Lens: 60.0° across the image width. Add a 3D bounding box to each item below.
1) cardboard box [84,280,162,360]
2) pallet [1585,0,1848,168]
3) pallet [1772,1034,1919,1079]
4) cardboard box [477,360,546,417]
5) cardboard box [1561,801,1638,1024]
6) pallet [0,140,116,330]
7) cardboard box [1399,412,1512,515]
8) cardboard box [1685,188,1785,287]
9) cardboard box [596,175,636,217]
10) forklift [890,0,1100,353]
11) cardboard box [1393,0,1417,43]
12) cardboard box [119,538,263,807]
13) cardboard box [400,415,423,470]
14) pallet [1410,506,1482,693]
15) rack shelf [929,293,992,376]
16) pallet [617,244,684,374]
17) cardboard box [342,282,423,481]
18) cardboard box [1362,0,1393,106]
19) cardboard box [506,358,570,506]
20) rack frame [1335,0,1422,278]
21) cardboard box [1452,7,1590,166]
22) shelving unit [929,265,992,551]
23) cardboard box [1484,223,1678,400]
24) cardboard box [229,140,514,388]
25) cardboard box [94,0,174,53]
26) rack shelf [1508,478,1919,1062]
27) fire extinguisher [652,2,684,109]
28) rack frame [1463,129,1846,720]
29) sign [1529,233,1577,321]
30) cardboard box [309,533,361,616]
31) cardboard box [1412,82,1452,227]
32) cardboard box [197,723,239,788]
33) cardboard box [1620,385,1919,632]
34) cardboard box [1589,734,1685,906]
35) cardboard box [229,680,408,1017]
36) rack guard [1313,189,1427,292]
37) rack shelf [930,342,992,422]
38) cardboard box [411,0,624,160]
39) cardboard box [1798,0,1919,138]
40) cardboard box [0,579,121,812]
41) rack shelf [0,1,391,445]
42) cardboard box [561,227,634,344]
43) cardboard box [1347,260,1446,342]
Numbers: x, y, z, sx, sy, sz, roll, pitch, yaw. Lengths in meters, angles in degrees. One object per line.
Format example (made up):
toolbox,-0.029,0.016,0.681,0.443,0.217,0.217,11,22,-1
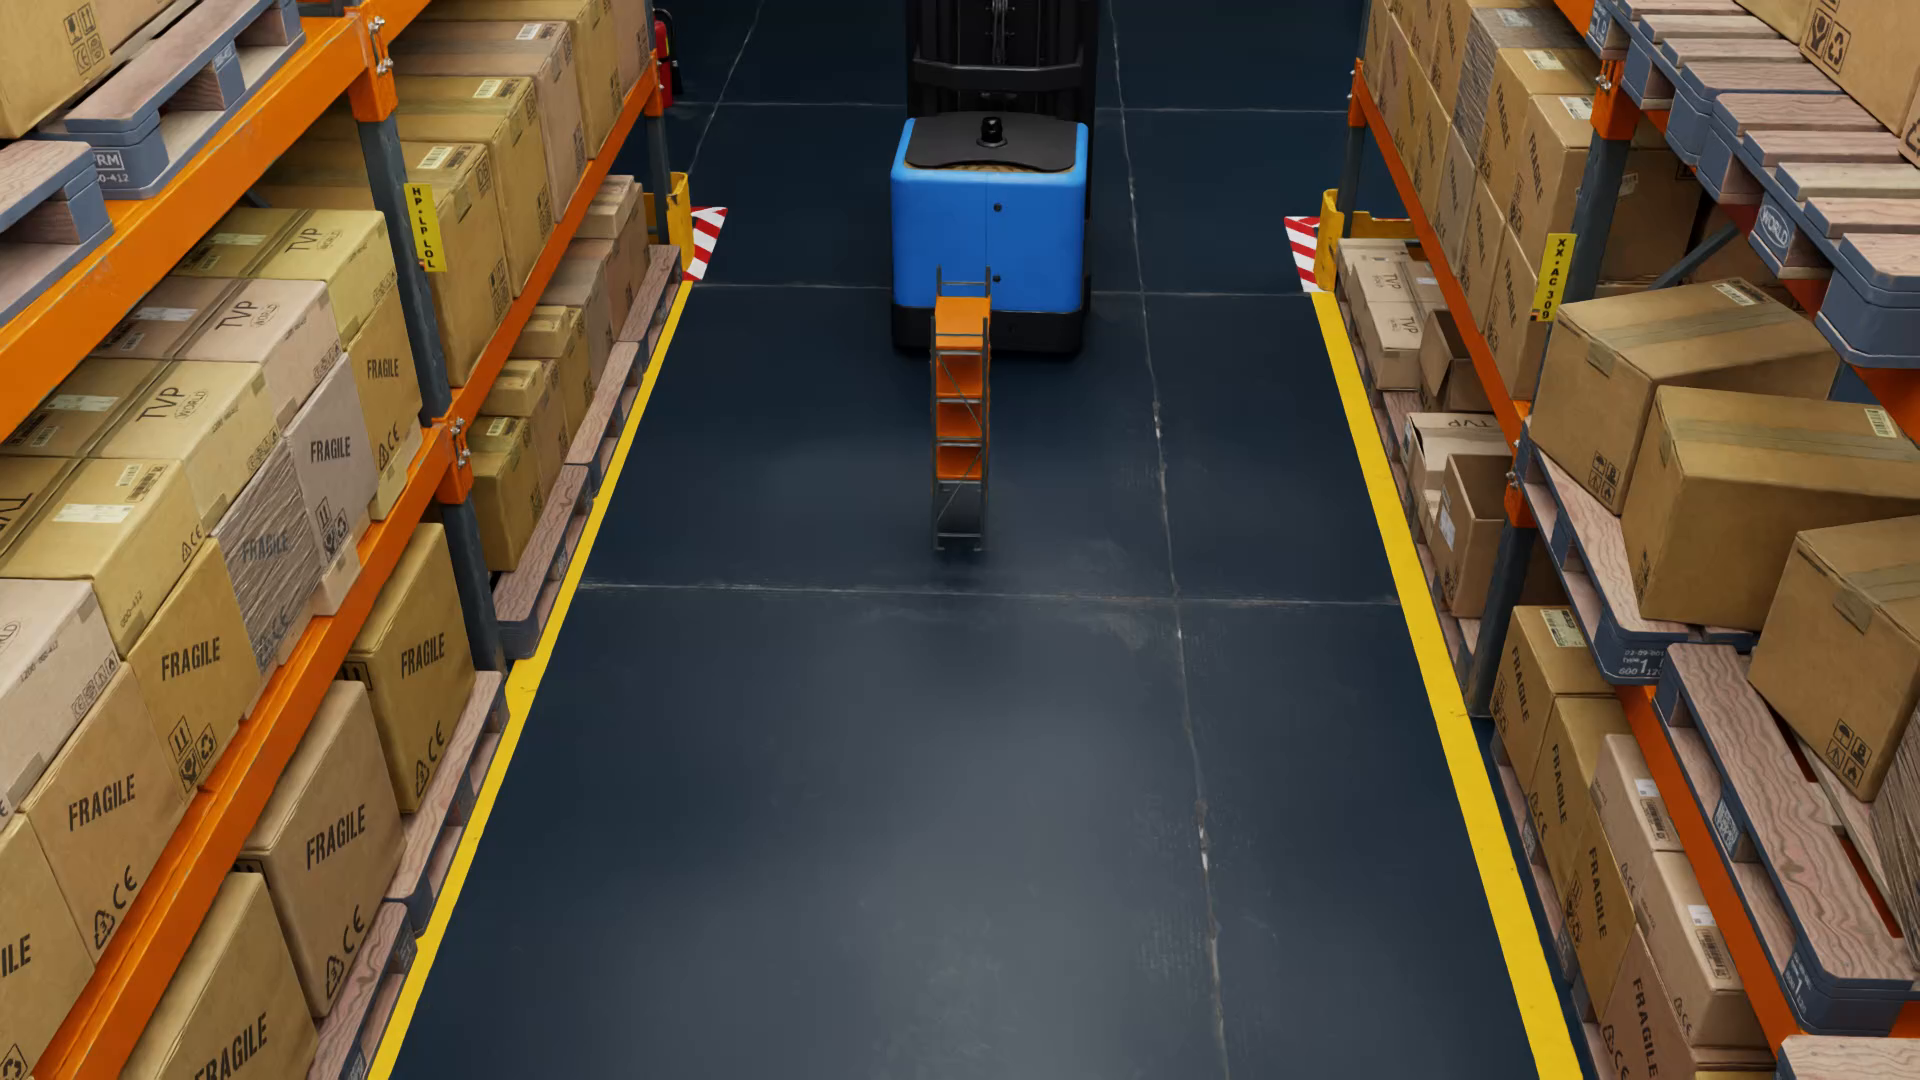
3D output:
cardboard box,-2.681,-0.559,4.921,0.500,0.250,0.500,2,35,2
pallet,2.465,-1.305,4.553,1.213,0.211,1.003,1,35,2
pallet,2.358,1.457,3.234,1.213,0.211,1.003,1,35,2
cardboard box,-2.060,-0.675,7.346,0.380,0.149,0.250,2,35,3
cardboard box,2.261,1.181,5.253,0.500,0.500,0.500,2,35,2
pallet,-2.534,-0.506,3.417,1.003,0.211,1.213,3,35,4
cardboard box,2.331,-0.373,7.628,0.500,0.311,0.500,1,35,2
cardboard box,2.862,-1.242,5.952,0.500,0.500,0.500,2,35,3
cardboard box,-1.979,-1.871,9.047,0.380,0.149,0.250,1,35,1
forklift,0.258,-3.051,9.542,1.130,2.935,3.031,3,35,4
cardboard box,2.428,-2.727,8.065,0.500,0.500,0.500,2,35,2
cardboard box,-2.209,0.329,4.311,0.500,0.500,0.500,2,35,3
cardboard box,-2.119,-0.345,5.833,0.380,0.149,0.250,2,35,2
pallet,2.590,0.218,7.256,1.003,0.211,1.213,1,35,2
rack shelf,0.007,-0.908,7.314,0.258,0.148,0.480,1,35,2
pallet,-2.181,-1.336,9.468,1.003,0.211,1.213,1,35,2
cardboard box,-2.155,-0.540,5.547,0.500,0.500,0.500,1,35,1
cardboard box,2.441,-2.618,8.780,0.500,0.500,0.500,2,35,3
cardboard box,-2.232,-0.505,7.669,0.700,0.500,0.500,1,35,1
rack frame,2.722,-2.826,9.163,1.000,3.000,0.127,1,35,2
cardboard box,2.362,-1.859,6.829,0.500,0.500,0.500,2,35,2
shelving unit,0.007,-0.586,7.540,0.258,1.200,0.503,1,35,2
cardboard box,2.325,-0.862,6.281,0.500,0.500,0.500,2,35,3
cardboard box,-2.350,-1.074,6.409,0.980,0.700,0.700,2,35,3
cardboard box,-2.533,-1.585,4.319,0.700,0.500,0.500,0,35,-1
rack shelf,2.481,0.915,4.465,1.077,0.370,4.000,1,35,2
fire extinguisher,-1.760,-2.830,9.560,0.296,0.674,0.183,1,35,2
rack frame,2.562,-0.528,5.893,1.000,3.000,0.127,1,35,2
sign,2.019,-0.890,5.655,0.100,0.325,0.005,1,35,2
cardboard box,-2.113,0.101,5.198,0.380,0.149,0.250,1,35,2
cardboard box,2.381,-1.746,7.539,0.500,0.500,0.500,2,35,3
cardboard box,-2.236,0.536,4.579,0.380,0.149,0.250,2,35,3
cardboard box,2.355,-0.077,4.799,0.700,0.500,0.500,7,36,9
cardboard box,2.259,0.855,5.064,0.500,0.250,0.500,1,35,2
cardboard box,-2.317,0.955,5.287,0.750,0.750,0.750,2,35,3
rack guard,2.719,-1.760,9.819,1.175,0.500,0.348,1,35,2
rack shelf,0.007,-0.714,7.450,0.258,0.148,0.480,1,35,2
cardboard box,-2.256,-2.350,8.224,0.980,0.700,0.700,1,35,2
cardboard box,2.464,-1.337,3.896,0.600,0.600,0.600,1,35,1
cardboard box,-2.236,0.329,3.658,0.500,0.250,0.500,2,35,2
rack shelf,-2.469,-0.424,3.762,1.077,0.370,4.000,1,35,2
cardboard box,-2.176,-1.396,8.936,0.700,0.500,0.500,1,35,2
cardboard box,2.397,-1.288,8.983,0.500,0.250,0.500,1,35,2
